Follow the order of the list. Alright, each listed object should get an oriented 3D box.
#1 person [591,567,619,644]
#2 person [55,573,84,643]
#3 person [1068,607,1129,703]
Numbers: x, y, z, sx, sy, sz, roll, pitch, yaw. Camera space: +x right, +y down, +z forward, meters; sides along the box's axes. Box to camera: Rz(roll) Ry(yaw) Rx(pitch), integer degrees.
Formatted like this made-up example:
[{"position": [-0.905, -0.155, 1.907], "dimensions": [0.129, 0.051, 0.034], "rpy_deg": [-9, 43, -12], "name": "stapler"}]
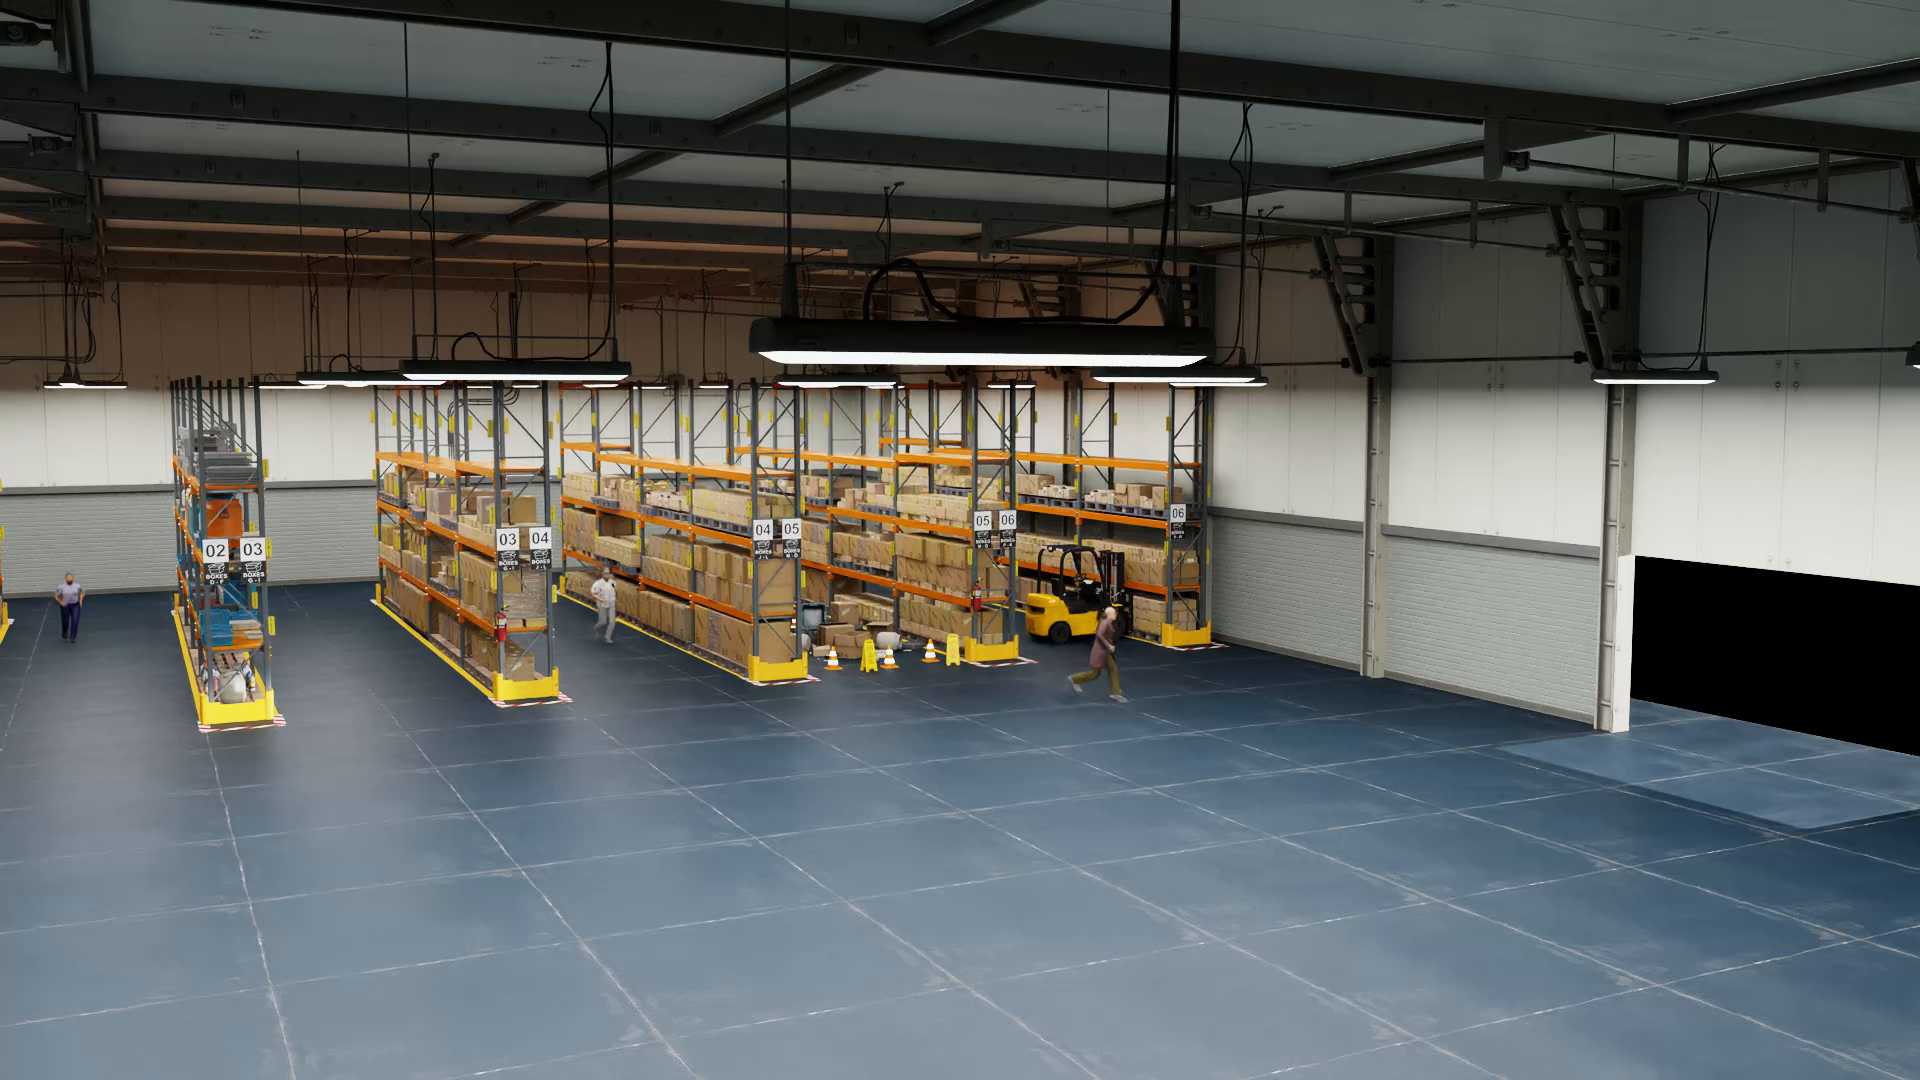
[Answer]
[{"position": [-8.079, 1.484, 37.929], "dimensions": [0.658, 1.735, 0.635], "rpy_deg": [-4, 7, -40], "name": "person"}, {"position": [-20.323, 1.549, 37.985], "dimensions": [0.595, 1.601, 0.561], "rpy_deg": [-4, 6, -36], "name": "person"}, {"position": [2.572, 2.126, 30.795], "dimensions": [1.155, 1.778, 0.714], "rpy_deg": [2, 5, 19], "name": "person"}]
